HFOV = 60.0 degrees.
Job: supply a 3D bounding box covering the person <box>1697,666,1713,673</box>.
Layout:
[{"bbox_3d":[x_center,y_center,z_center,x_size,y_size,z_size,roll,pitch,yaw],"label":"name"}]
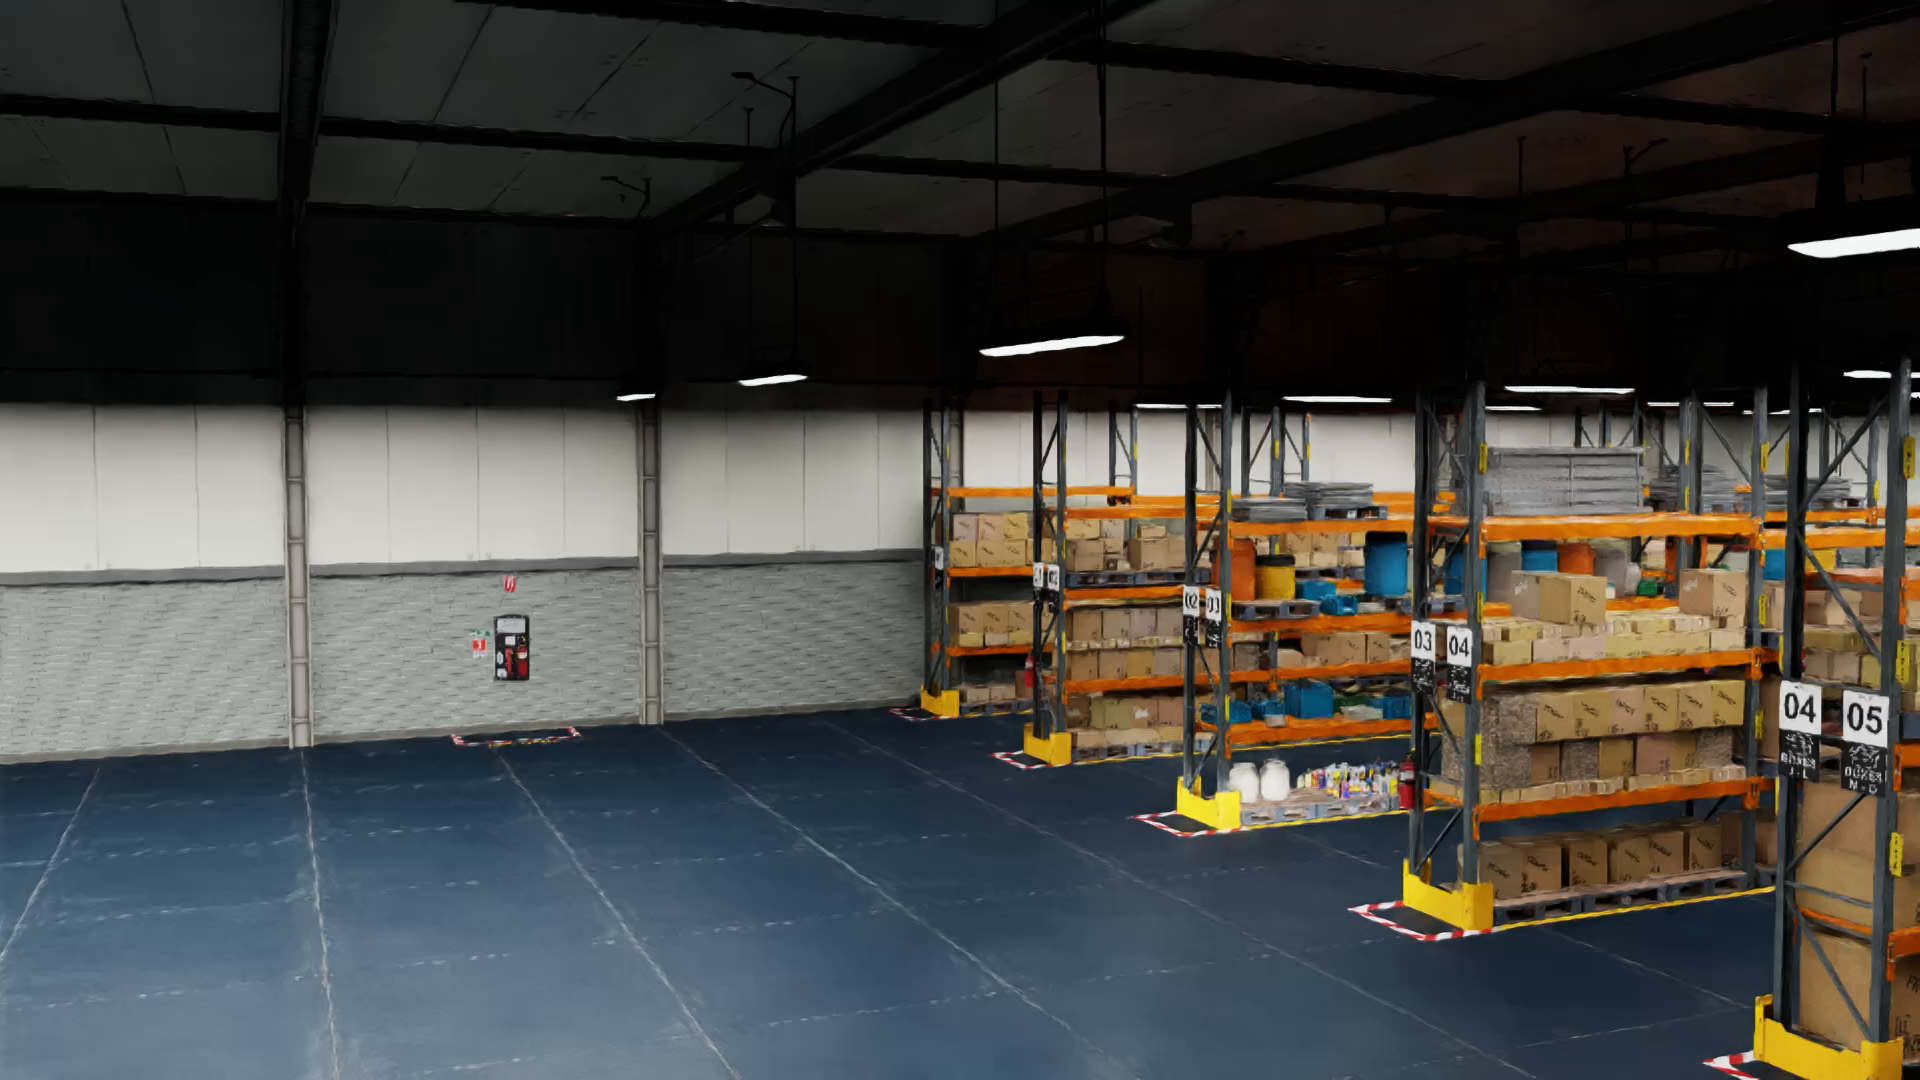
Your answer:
[{"bbox_3d":[13.597,2.531,30.247,1.002,1.636,0.556,-1,4,-24],"label":"person"}]
